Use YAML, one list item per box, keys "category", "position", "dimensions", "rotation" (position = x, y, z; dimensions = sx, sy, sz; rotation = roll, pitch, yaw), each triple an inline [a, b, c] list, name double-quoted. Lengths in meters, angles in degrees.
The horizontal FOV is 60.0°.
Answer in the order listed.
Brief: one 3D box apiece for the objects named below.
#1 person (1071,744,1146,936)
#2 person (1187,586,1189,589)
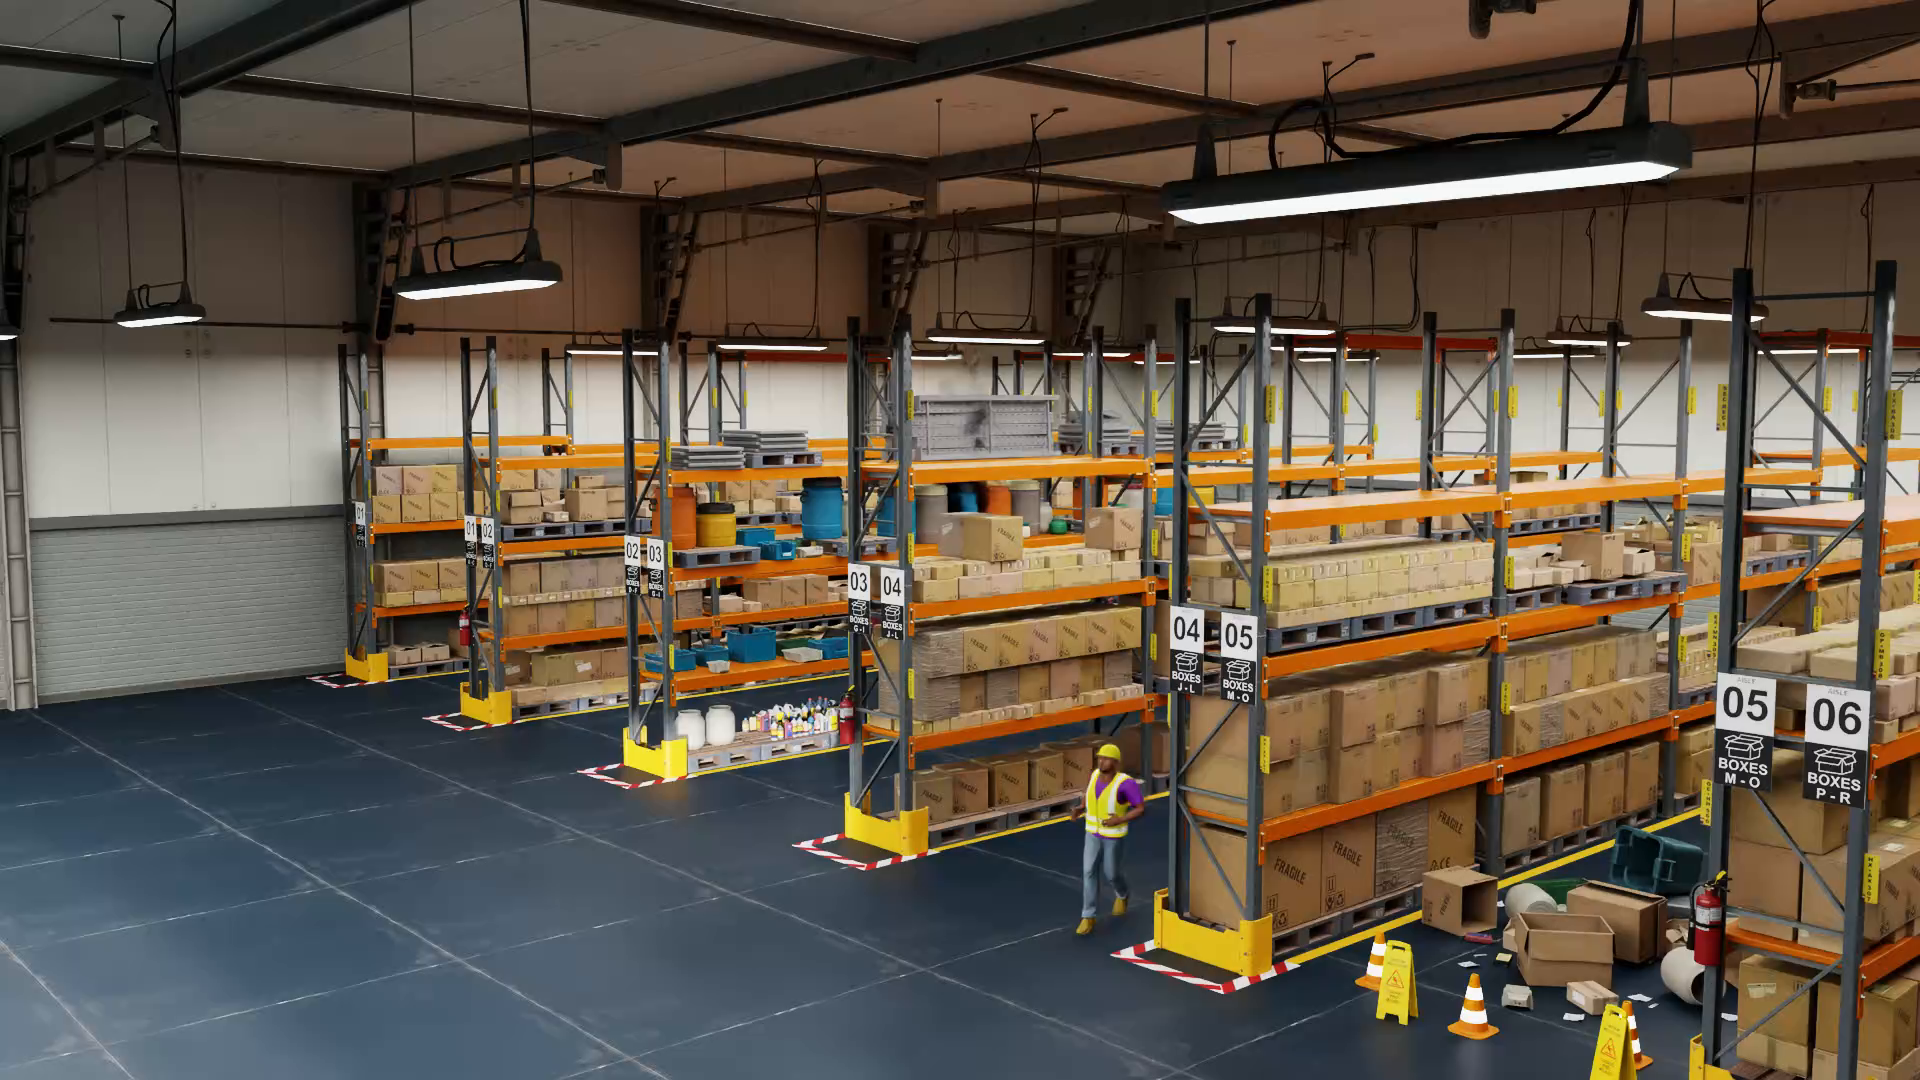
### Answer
- category: "person"
  position: [1.431, 2.856, 16.046]
  dimensions: [0.747, 1.801, 0.865]
  rotation: [4, 7, 39]
- category: "person"
  position: [4.352, 1.273, 34.173]
  dimensions: [0.578, 1.664, 0.571]
  rotation: [4, 7, 39]
